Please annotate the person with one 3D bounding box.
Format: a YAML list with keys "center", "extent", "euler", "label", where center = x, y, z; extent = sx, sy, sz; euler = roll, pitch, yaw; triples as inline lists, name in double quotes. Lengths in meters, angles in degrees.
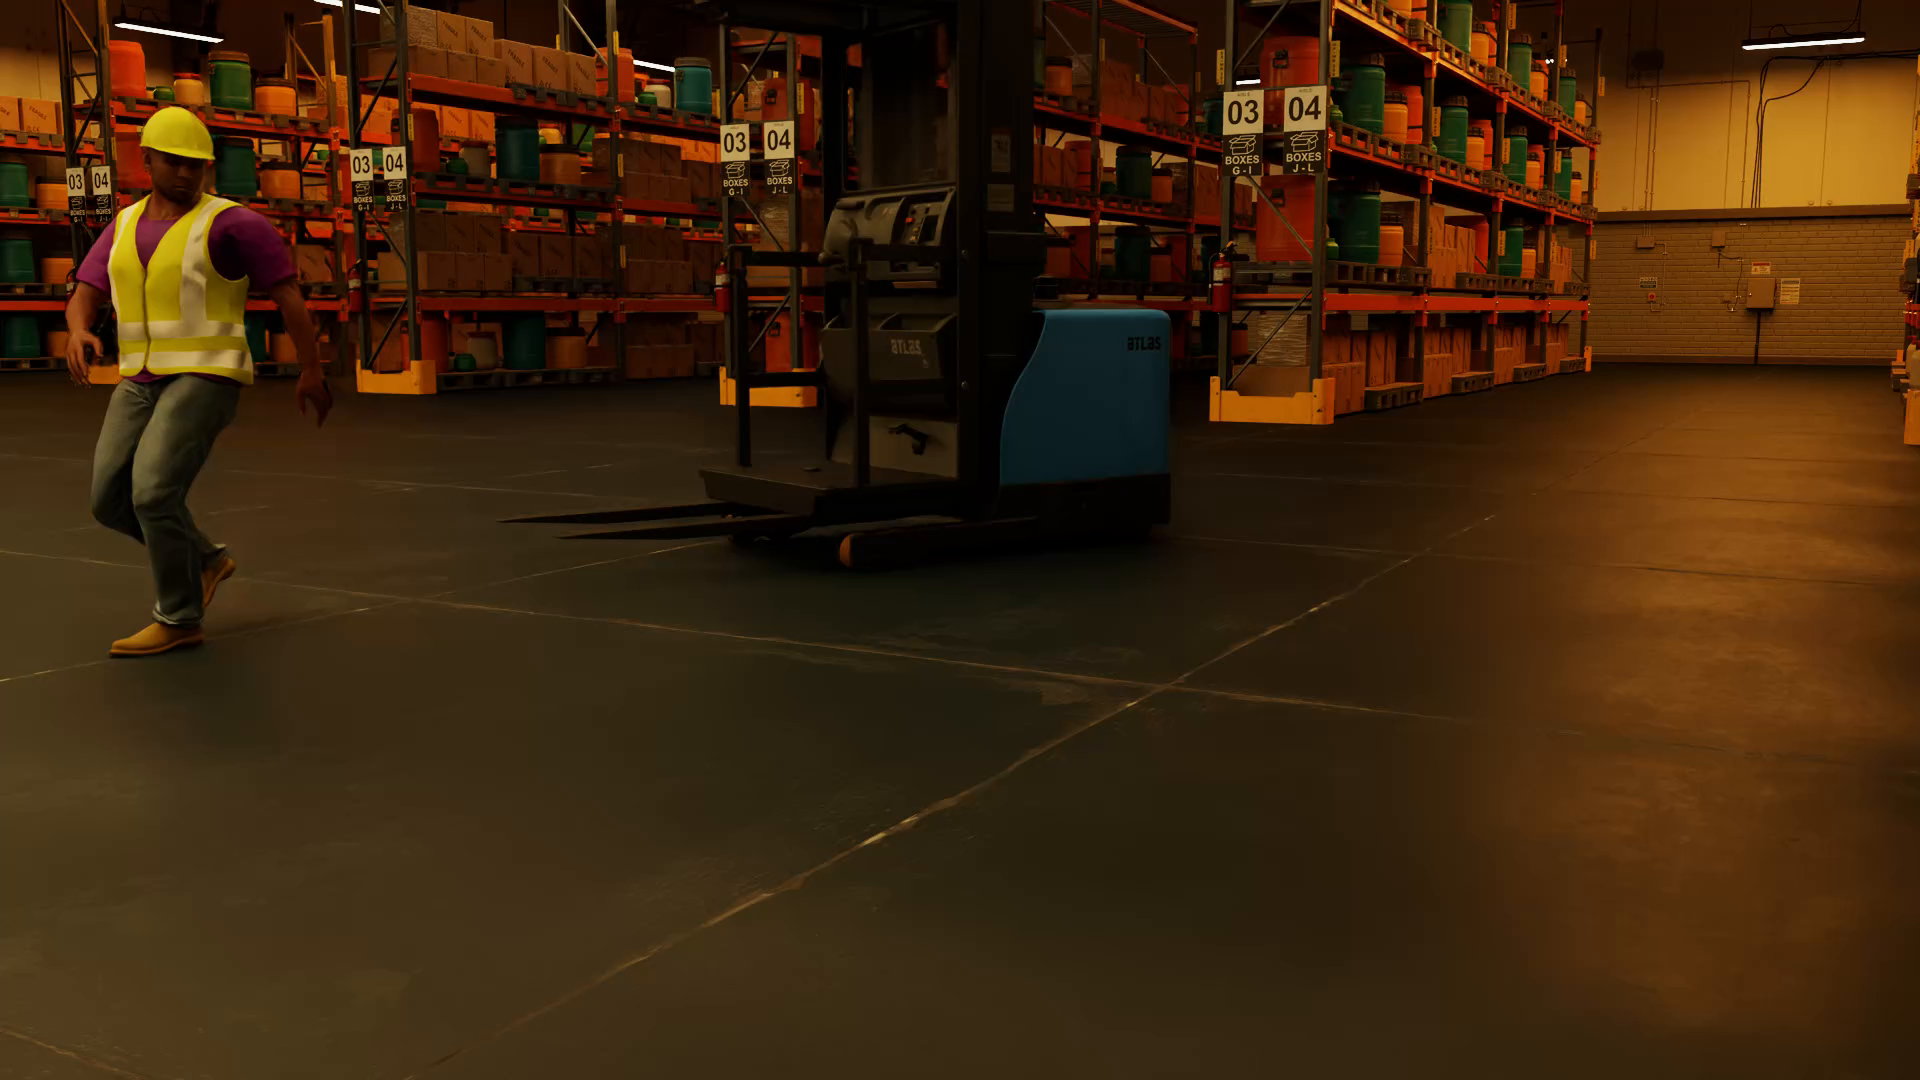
- center: [-2.487, -0.513, 5.303]
  extent: [0.729, 1.709, 0.625]
  euler: [3, 9, 23]
  label: "person"

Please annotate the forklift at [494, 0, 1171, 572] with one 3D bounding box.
- center: [-0.487, -1.401, 7.242]
  extent: [3.031, 2.935, 1.130]
  euler: [-6, 10, -36]
  label: "forklift"
